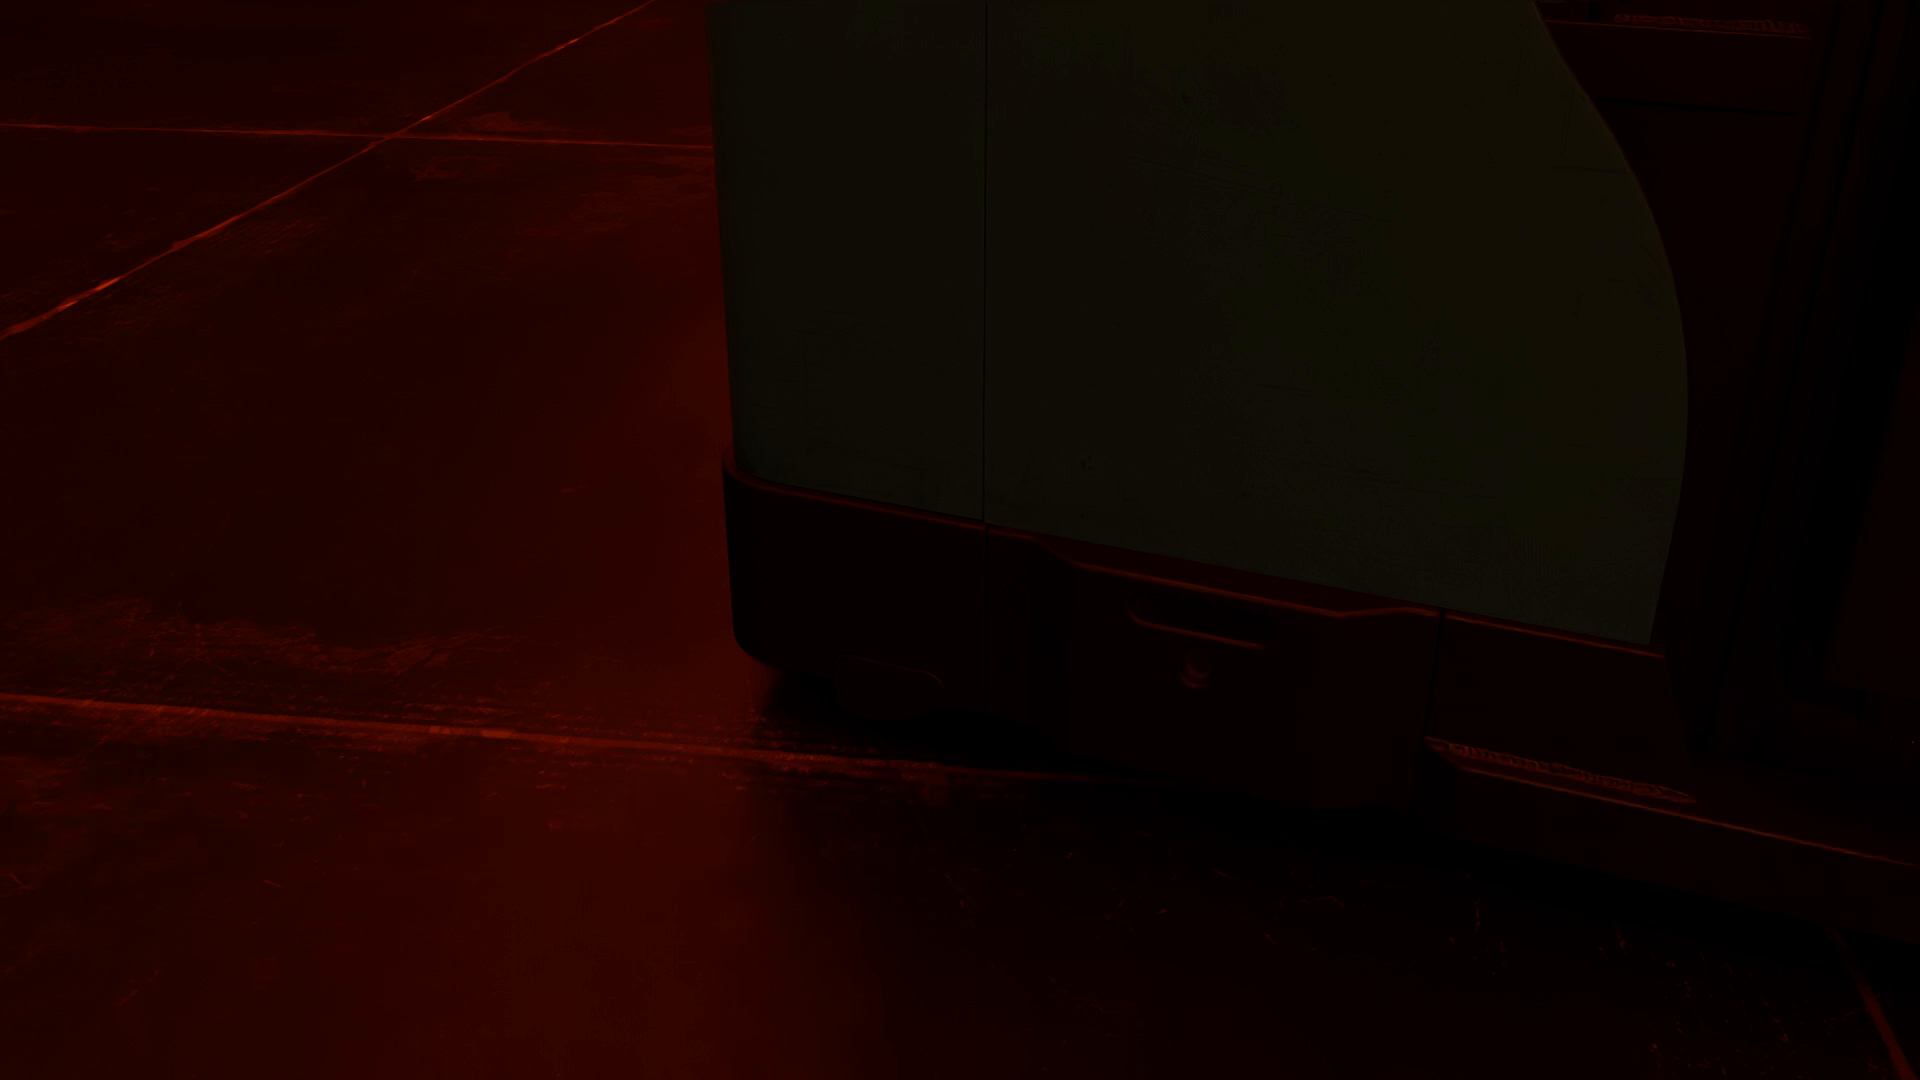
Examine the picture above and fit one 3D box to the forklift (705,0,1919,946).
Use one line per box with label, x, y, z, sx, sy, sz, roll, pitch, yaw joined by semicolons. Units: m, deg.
forklift;1.279;-1.061;1.343;3.031;2.935;1.130;11;28;21
